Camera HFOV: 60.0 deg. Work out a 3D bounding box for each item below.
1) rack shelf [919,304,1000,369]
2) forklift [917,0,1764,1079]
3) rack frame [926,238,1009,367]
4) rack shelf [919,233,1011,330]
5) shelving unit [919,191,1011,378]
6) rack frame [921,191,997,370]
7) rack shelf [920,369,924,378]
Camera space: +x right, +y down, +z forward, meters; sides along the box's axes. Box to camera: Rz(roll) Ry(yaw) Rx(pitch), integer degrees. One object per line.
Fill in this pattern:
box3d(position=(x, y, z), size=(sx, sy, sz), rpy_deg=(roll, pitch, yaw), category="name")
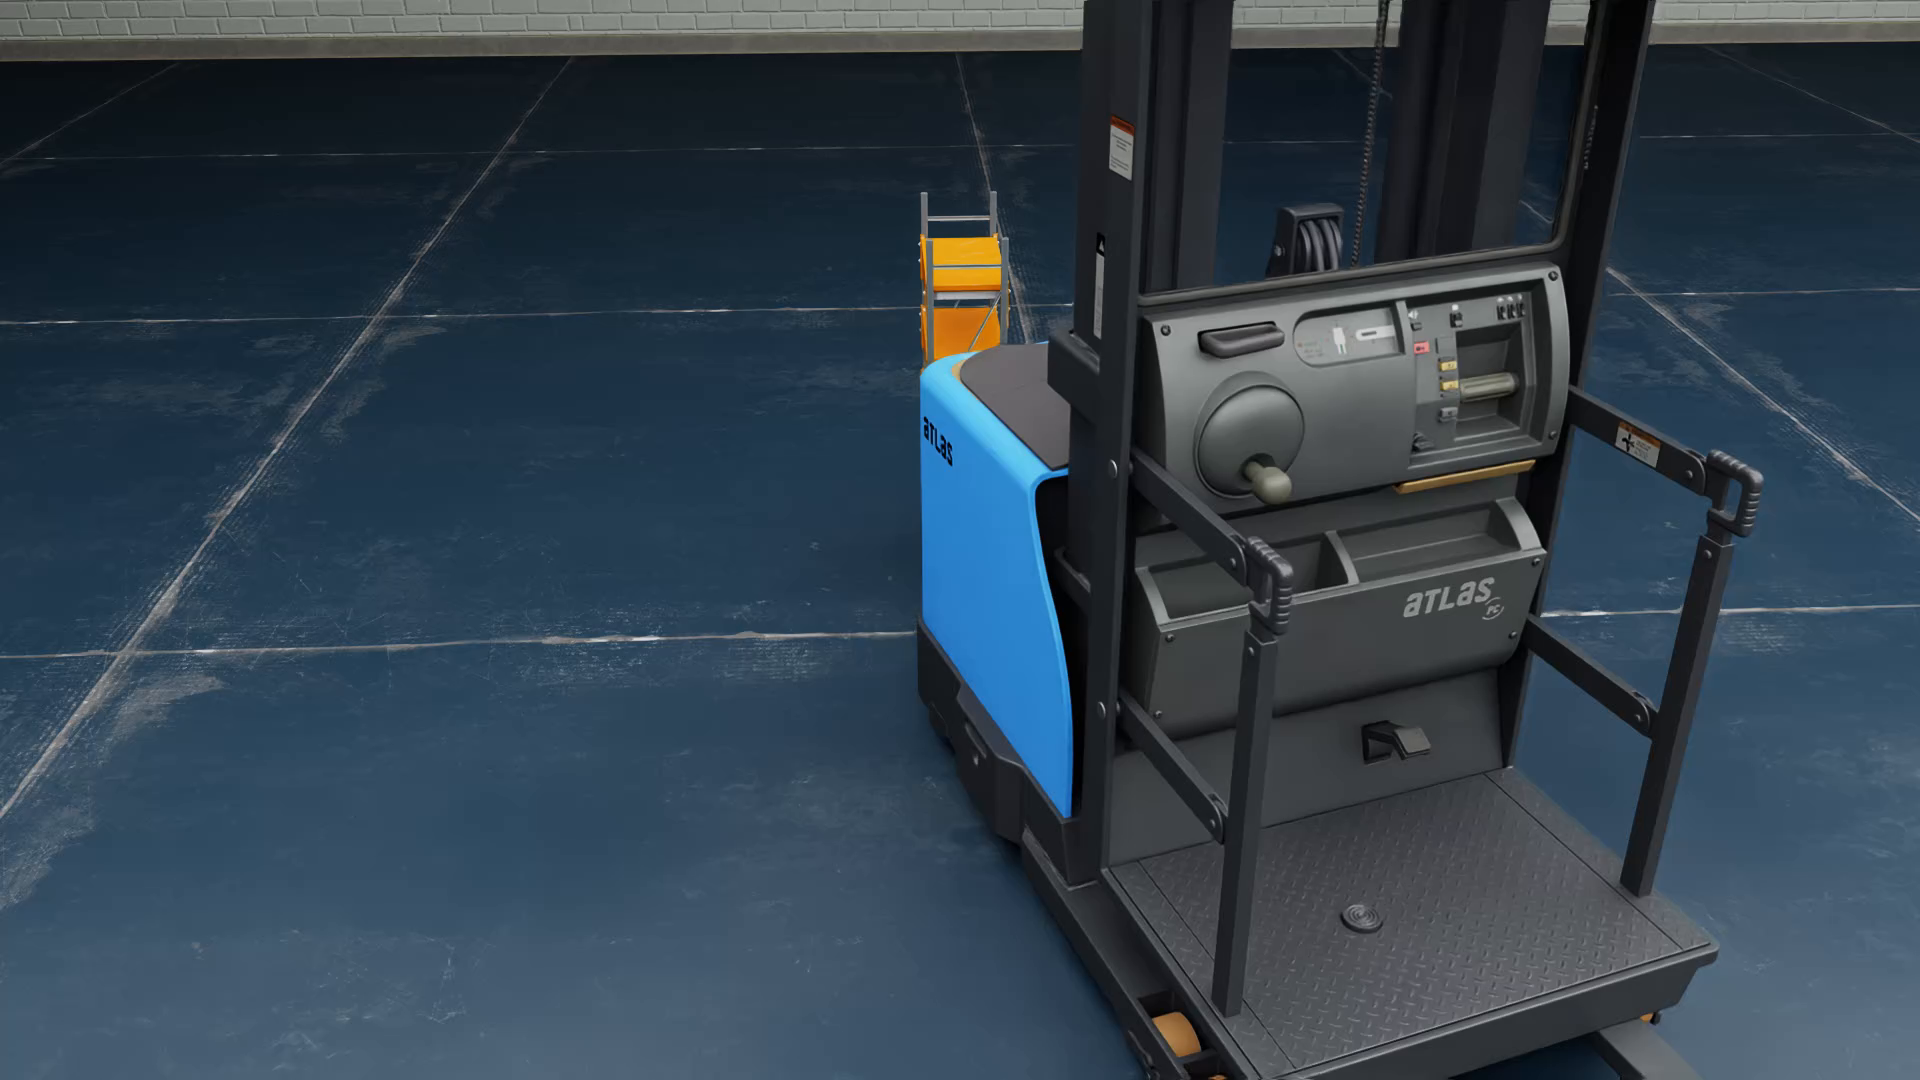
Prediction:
box3d(position=(0.009, -0.594, 5.254), size=(0.258, 0.148, 0.480), rpy_deg=(-1, 28, -3), category="rack shelf")
box3d(position=(0.881, -0.269, 3.096), size=(1.130, 2.935, 3.031), rpy_deg=(-10, 29, -19), category="forklift")
box3d(position=(0.021, -0.343, 5.110), size=(0.240, 1.200, 0.015), rpy_deg=(-1, 28, -3), category="rack frame")
box3d(position=(0.009, -0.804, 5.144), size=(0.258, 0.148, 0.480), rpy_deg=(-1, 28, -3), category="rack shelf")
box3d(position=(0.009, -0.456, 5.326), size=(0.258, 1.200, 0.503), rpy_deg=(-1, 28, -3), category="shelving unit")
box3d(position=(-0.004, -0.568, 5.542), size=(0.240, 1.200, 0.015), rpy_deg=(-1, 28, -3), category="rack frame")
box3d(position=(0.009, -0.396, 5.357), size=(0.258, 0.148, 0.480), rpy_deg=(-1, 28, -3), category="rack shelf")
